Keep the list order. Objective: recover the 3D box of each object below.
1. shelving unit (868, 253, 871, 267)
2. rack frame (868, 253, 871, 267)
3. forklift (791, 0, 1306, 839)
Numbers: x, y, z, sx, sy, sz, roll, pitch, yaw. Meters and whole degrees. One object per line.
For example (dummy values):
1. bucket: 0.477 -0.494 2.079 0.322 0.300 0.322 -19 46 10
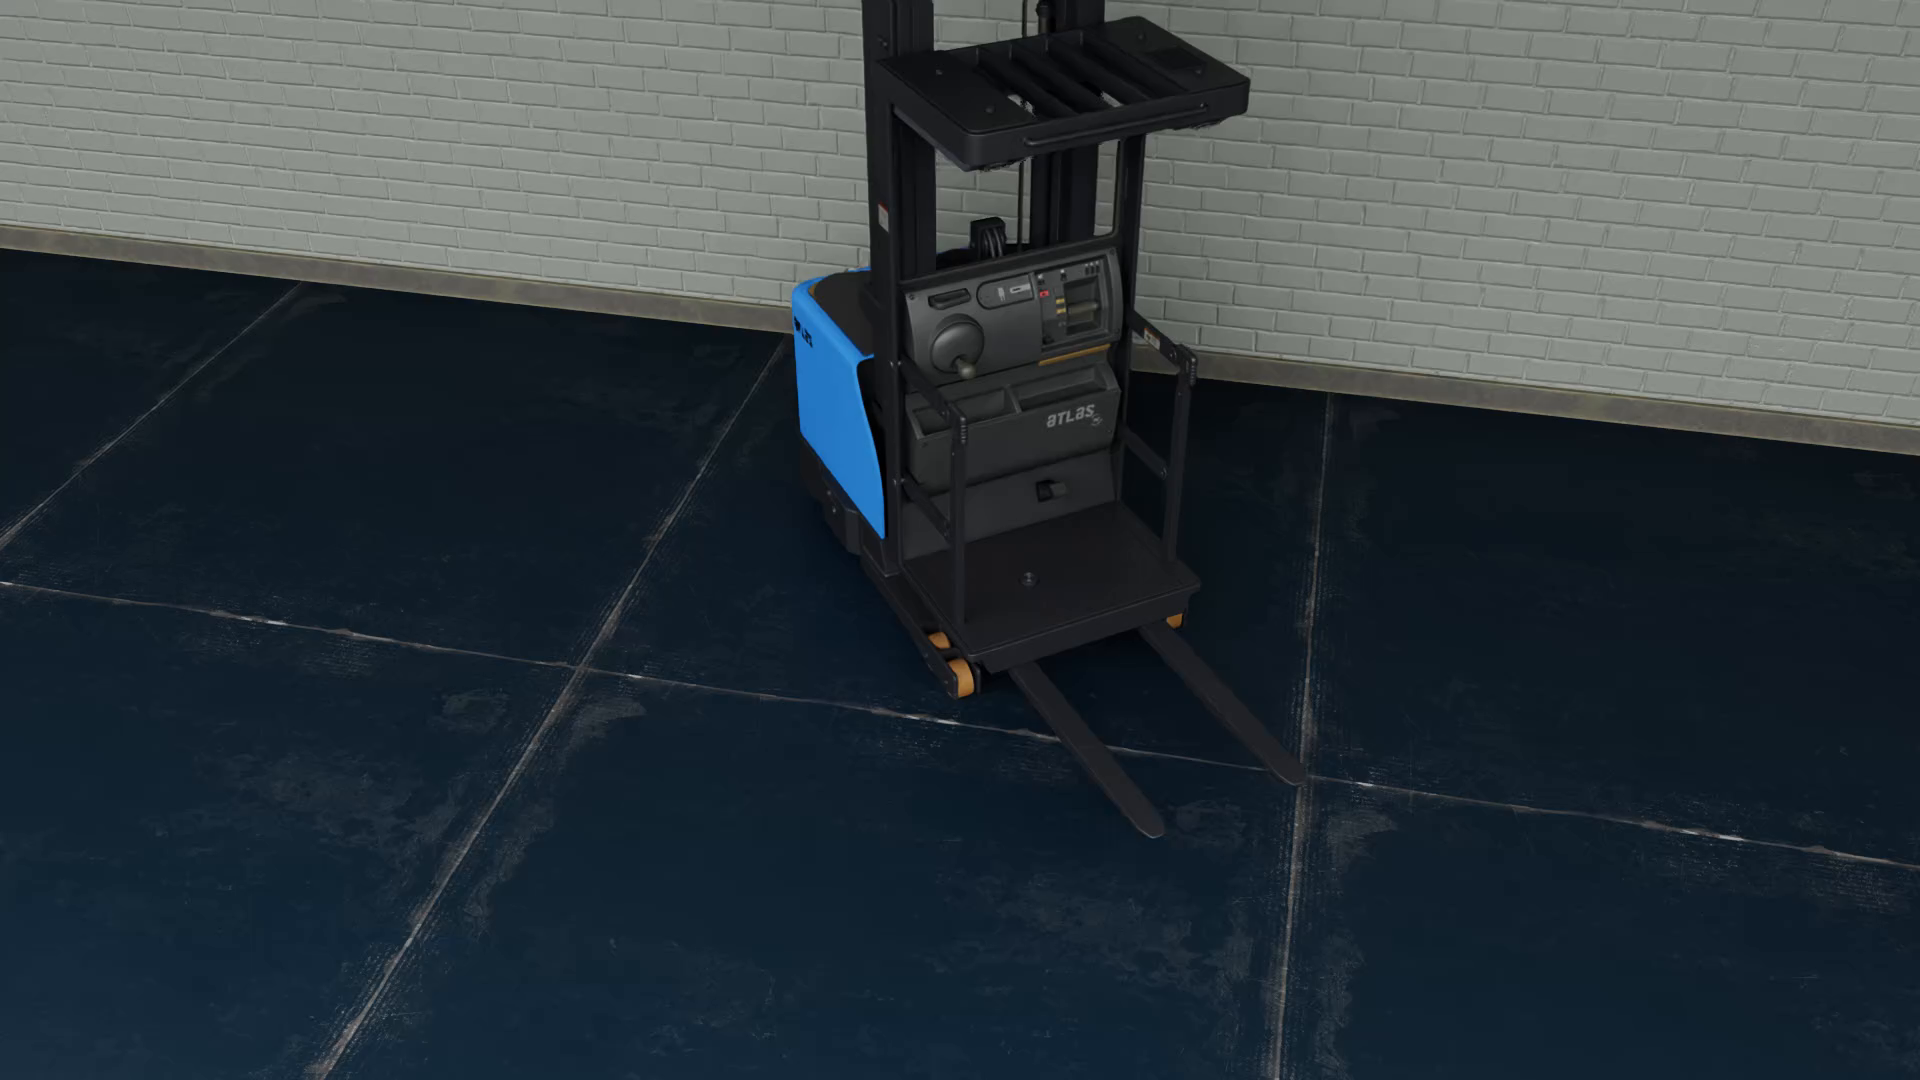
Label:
1. shelving unit: -0.312 -0.992 8.221 0.215 1.050 0.252 3 36 5
2. rack frame: -0.325 -0.921 8.123 0.200 1.050 0.008 3 36 5
3. forklift: 0.318 -0.830 6.398 1.130 2.935 3.031 -16 39 -21
